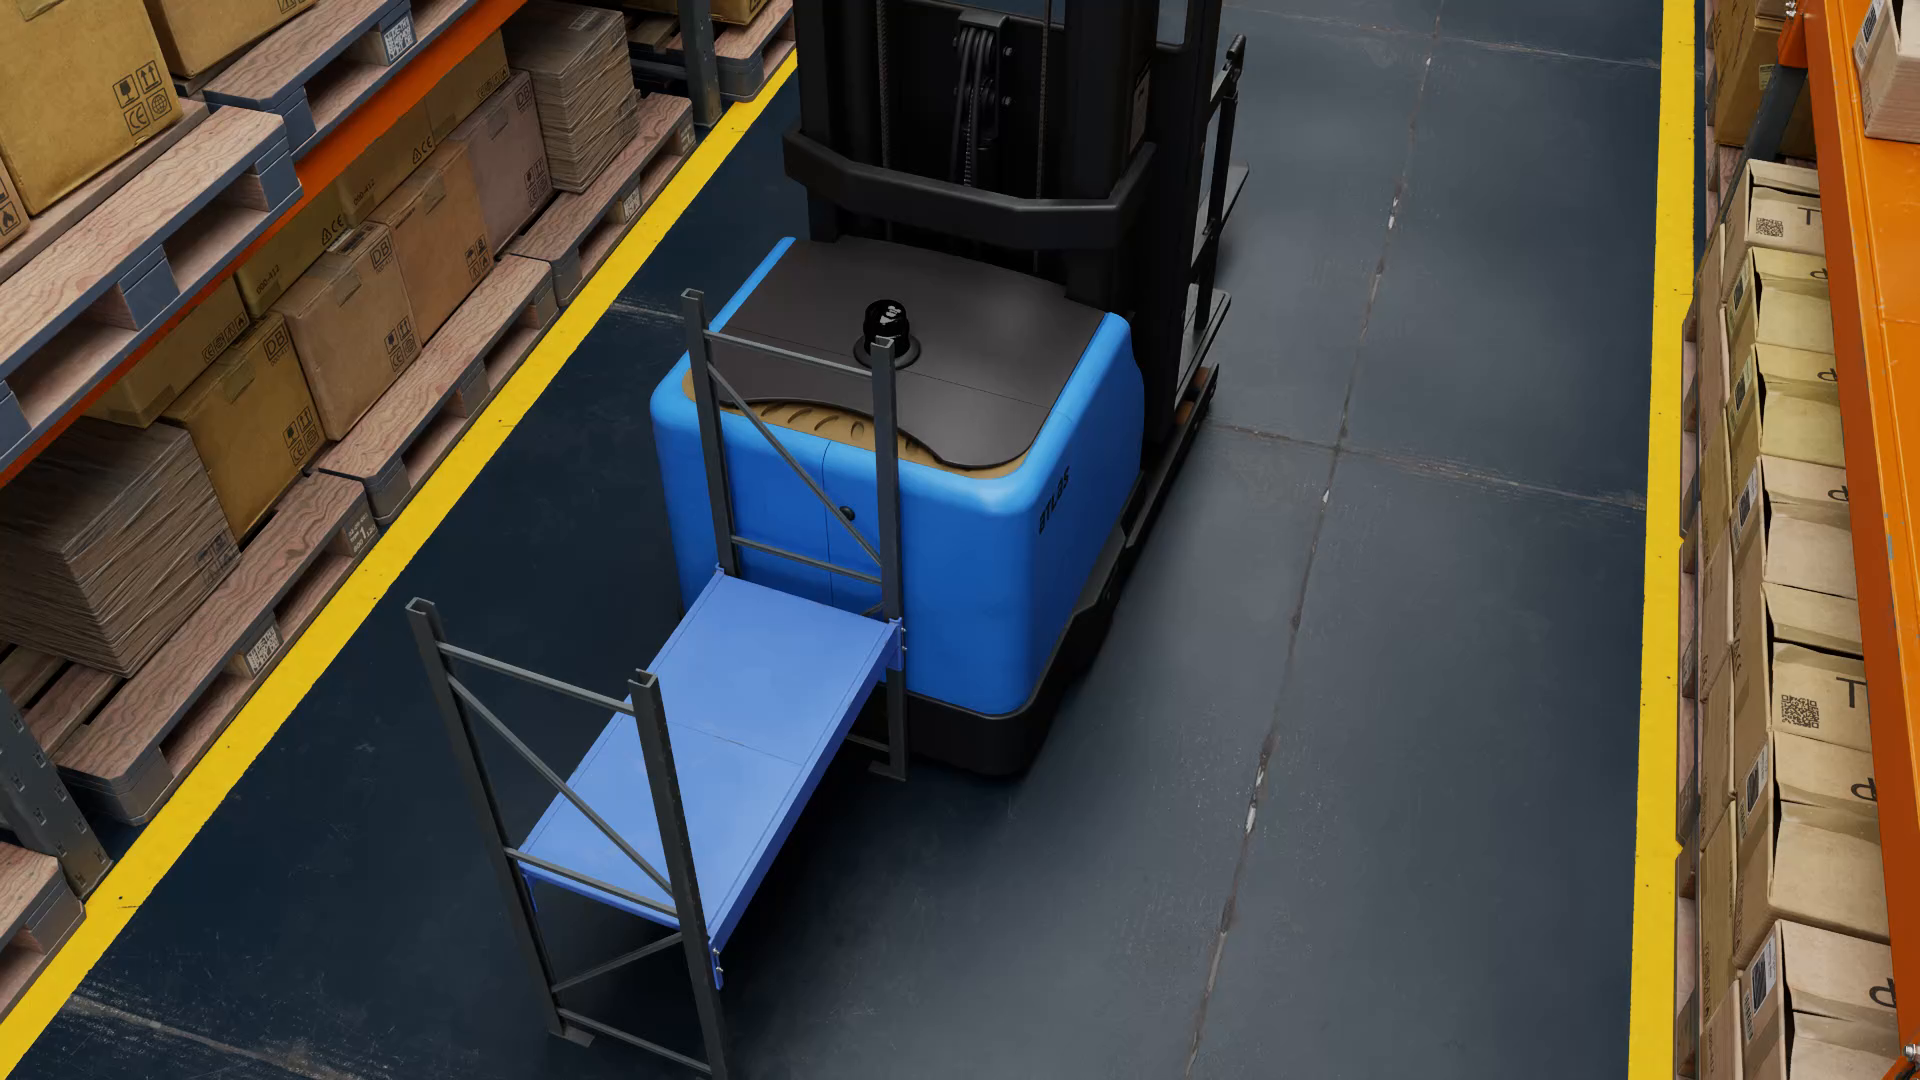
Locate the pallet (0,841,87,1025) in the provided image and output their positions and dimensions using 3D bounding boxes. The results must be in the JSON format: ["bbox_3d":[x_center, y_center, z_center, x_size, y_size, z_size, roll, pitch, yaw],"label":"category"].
[{"bbox_3d":[-2.889,1.169,3.905,1.003,0.211,1.213,13,46,13],"label":"pallet"}]

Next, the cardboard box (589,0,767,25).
[{"bbox_3d":[-1.160,-2.793,7.197,0.750,0.750,0.750,12,46,12],"label":"cardboard box"}]

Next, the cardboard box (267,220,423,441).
[{"bbox_3d":[-2.210,-0.727,5.321,0.700,0.500,0.500,13,46,13],"label":"cardboard box"}]

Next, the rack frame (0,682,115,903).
[{"bbox_3d":[-2.719,-0.283,3.394,1.000,3.000,0.127,13,46,13],"label":"rack frame"}]

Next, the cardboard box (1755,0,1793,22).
[{"bbox_3d":[3.287,-2.146,6.235,0.500,0.250,0.500,14,46,14],"label":"cardboard box"}]

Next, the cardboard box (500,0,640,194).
[{"bbox_3d":[-1.676,-1.722,6.338,0.700,0.500,0.500,13,46,13],"label":"cardboard box"}]

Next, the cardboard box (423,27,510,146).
[{"bbox_3d":[-1.908,-1.623,5.701,0.500,0.250,0.500,13,46,13],"label":"cardboard box"}]

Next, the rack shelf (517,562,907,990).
[{"bbox_3d":[-0.568,0.513,3.911,0.538,0.185,1.000,16,47,16],"label":"rack shelf"}]

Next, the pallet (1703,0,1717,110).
[{"bbox_3d":[3.848,-2.206,7.353,1.003,0.211,1.213,13,46,13],"label":"pallet"}]

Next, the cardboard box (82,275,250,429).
[{"bbox_3d":[-2.382,-0.603,4.658,0.500,0.250,0.500,12,46,12],"label":"cardboard box"}]

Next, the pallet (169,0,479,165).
[{"bbox_3d":[-2.068,-1.552,4.829,1.003,0.211,1.213,13,46,13],"label":"pallet"}]

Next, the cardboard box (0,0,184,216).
[{"bbox_3d":[-2.356,-1.179,3.924,0.700,0.500,0.500,17,47,17],"label":"cardboard box"}]

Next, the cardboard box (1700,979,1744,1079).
[{"bbox_3d":[1.852,1.259,3.485,0.500,0.250,0.500,12,46,12],"label":"cardboard box"}]

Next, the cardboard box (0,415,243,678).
[{"bbox_3d":[-2.512,-0.041,4.620,0.700,0.500,0.500,14,46,14],"label":"cardboard box"}]

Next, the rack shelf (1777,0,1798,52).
[{"bbox_3d":[3.820,-2.978,6.663,1.077,0.370,4.000,13,46,13],"label":"rack shelf"}]

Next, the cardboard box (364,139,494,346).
[{"bbox_3d":[-2.066,-1.066,5.667,0.700,0.500,0.500,12,46,12],"label":"cardboard box"}]

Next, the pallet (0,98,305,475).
[{"bbox_3d":[-2.349,-0.693,3.951,1.003,0.211,1.213,13,46,13],"label":"pallet"}]

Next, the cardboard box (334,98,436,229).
[{"bbox_3d":[-2.059,-1.279,5.349,0.500,0.250,0.500,12,46,12],"label":"cardboard box"}]

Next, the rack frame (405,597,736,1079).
[{"bbox_3d":[-0.758,0.714,3.448,0.500,1.500,0.032,16,47,16],"label":"rack frame"}]

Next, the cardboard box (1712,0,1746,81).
[{"bbox_3d":[3.431,-2.184,6.810,0.500,0.500,0.500,11,45,11],"label":"cardboard box"}]

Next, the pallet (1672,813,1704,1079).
[{"bbox_3d":[2.189,1.261,3.810,1.003,0.211,1.213,13,46,13],"label":"pallet"}]

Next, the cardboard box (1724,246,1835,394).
[{"bbox_3d":[2.625,-0.631,5.015,0.500,0.311,0.500,11,46,12],"label":"cardboard box"}]

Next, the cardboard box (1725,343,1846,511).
[{"bbox_3d":[2.468,-0.292,4.668,0.500,0.311,0.500,11,46,11],"label":"cardboard box"}]

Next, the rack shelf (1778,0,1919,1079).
[{"bbox_3d":[2.609,-0.312,3.939,1.077,0.370,4.000,13,46,13],"label":"rack shelf"}]

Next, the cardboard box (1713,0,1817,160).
[{"bbox_3d":[3.274,-1.839,6.458,0.500,0.500,0.500,14,46,14],"label":"cardboard box"}]

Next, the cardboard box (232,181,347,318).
[{"bbox_3d":[-2.228,-0.951,5.013,0.500,0.250,0.500,11,46,11],"label":"cardboard box"}]

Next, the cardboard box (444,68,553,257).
[{"bbox_3d":[-1.943,-1.403,6.012,0.700,0.500,0.500,12,46,12],"label":"cardboard box"}]

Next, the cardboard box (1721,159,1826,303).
[{"bbox_3d":[2.776,-0.983,5.375,0.500,0.311,0.500,14,46,14],"label":"cardboard box"}]

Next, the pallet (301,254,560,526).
[{"bbox_3d":[-2.117,-0.621,5.734,1.003,0.211,1.213,13,46,13],"label":"pallet"}]

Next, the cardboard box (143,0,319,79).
[{"bbox_3d":[-2.187,-1.624,4.379,0.700,0.500,0.500,19,47,18],"label":"cardboard box"}]

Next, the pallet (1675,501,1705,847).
[{"bbox_3d":[2.557,0.445,4.644,1.003,0.211,1.213,13,46,13],"label":"pallet"}]

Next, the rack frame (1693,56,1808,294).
[{"bbox_3d":[3.215,-1.902,5.049,1.000,3.000,0.127,13,46,13],"label":"rack frame"}]

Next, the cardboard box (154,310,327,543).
[{"bbox_3d":[-2.403,-0.396,4.983,0.700,0.500,0.500,12,46,12],"label":"cardboard box"}]

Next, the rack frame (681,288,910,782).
[{"bbox_3d":[-0.377,0.055,4.122,0.500,1.500,0.032,16,47,16],"label":"rack frame"}]

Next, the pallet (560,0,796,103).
[{"bbox_3d":[-1.197,-2.462,7.615,1.003,0.211,1.213,13,46,13],"label":"pallet"}]

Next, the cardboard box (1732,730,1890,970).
[{"bbox_3d":[2.004,0.717,3.637,0.500,0.311,0.500,14,46,14],"label":"cardboard box"}]

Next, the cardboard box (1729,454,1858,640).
[{"bbox_3d":[2.313,0.051,4.318,0.500,0.311,0.500,12,46,12],"label":"cardboard box"}]

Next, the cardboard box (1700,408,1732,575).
[{"bbox_3d":[2.473,-0.100,4.873,0.500,0.250,0.500,11,46,11],"label":"cardboard box"}]

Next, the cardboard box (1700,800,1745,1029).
[{"bbox_3d":[2.007,0.922,3.829,0.500,0.250,0.500,12,46,12],"label":"cardboard box"}]

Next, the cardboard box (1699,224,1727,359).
[{"bbox_3d":[2.776,-0.783,5.571,0.500,0.250,0.500,12,46,12],"label":"cardboard box"}]

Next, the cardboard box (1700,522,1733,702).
[{"bbox_3d":[2.317,0.242,4.524,0.500,0.250,0.500,13,46,13],"label":"cardboard box"}]

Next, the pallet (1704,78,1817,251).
[{"bbox_3d":[3.477,-1.395,6.525,1.003,0.211,1.213,13,46,13],"label":"pallet"}]

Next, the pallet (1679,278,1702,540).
[{"bbox_3d":[2.928,-0.365,5.472,1.003,0.211,1.213,13,46,13],"label":"pallet"}]

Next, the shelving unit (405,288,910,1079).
[{"bbox_3d":[-0.568,0.384,3.785,0.538,1.500,1.048,16,47,16],"label":"shelving unit"}]

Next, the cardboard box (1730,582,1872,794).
[{"bbox_3d":[2.158,0.385,3.976,0.500,0.311,0.500,12,46,12],"label":"cardboard box"}]

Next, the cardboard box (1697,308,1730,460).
[{"bbox_3d":[2.625,-0.448,5.228,0.500,0.250,0.500,11,46,11],"label":"cardboard box"}]

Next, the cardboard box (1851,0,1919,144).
[{"bbox_3d":[2.759,-1.315,4.513,0.500,0.311,0.500,12,46,12],"label":"cardboard box"}]

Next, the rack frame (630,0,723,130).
[{"bbox_3d":[-1.508,-2.949,6.119,1.000,3.000,0.127,13,46,13],"label":"rack frame"}]

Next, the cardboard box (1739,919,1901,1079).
[{"bbox_3d":[1.853,1.065,3.281,0.500,0.311,0.500,13,46,13],"label":"cardboard box"}]

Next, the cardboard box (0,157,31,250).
[{"bbox_3d":[-2.532,-0.808,3.545,0.700,0.500,0.500,13,46,13],"label":"cardboard box"}]

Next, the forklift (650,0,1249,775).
[{"bbox_3d":[0.235,-1.455,4.642,1.130,2.935,3.031,16,47,16],"label":"forklift"}]

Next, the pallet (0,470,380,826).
[{"bbox_3d":[-2.485,0.194,4.900,1.003,0.211,1.213,13,46,13],"label":"pallet"}]

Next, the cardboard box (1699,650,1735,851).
[{"bbox_3d":[2.162,0.581,4.177,0.500,0.250,0.500,13,46,13],"label":"cardboard box"}]

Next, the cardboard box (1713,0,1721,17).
[{"bbox_3d":[3.584,-2.535,7.169,0.500,0.500,0.500,11,45,11],"label":"cardboard box"}]

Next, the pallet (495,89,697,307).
[{"bbox_3d":[-1.746,-1.432,6.562,1.003,0.211,1.213,13,46,13],"label":"pallet"}]
